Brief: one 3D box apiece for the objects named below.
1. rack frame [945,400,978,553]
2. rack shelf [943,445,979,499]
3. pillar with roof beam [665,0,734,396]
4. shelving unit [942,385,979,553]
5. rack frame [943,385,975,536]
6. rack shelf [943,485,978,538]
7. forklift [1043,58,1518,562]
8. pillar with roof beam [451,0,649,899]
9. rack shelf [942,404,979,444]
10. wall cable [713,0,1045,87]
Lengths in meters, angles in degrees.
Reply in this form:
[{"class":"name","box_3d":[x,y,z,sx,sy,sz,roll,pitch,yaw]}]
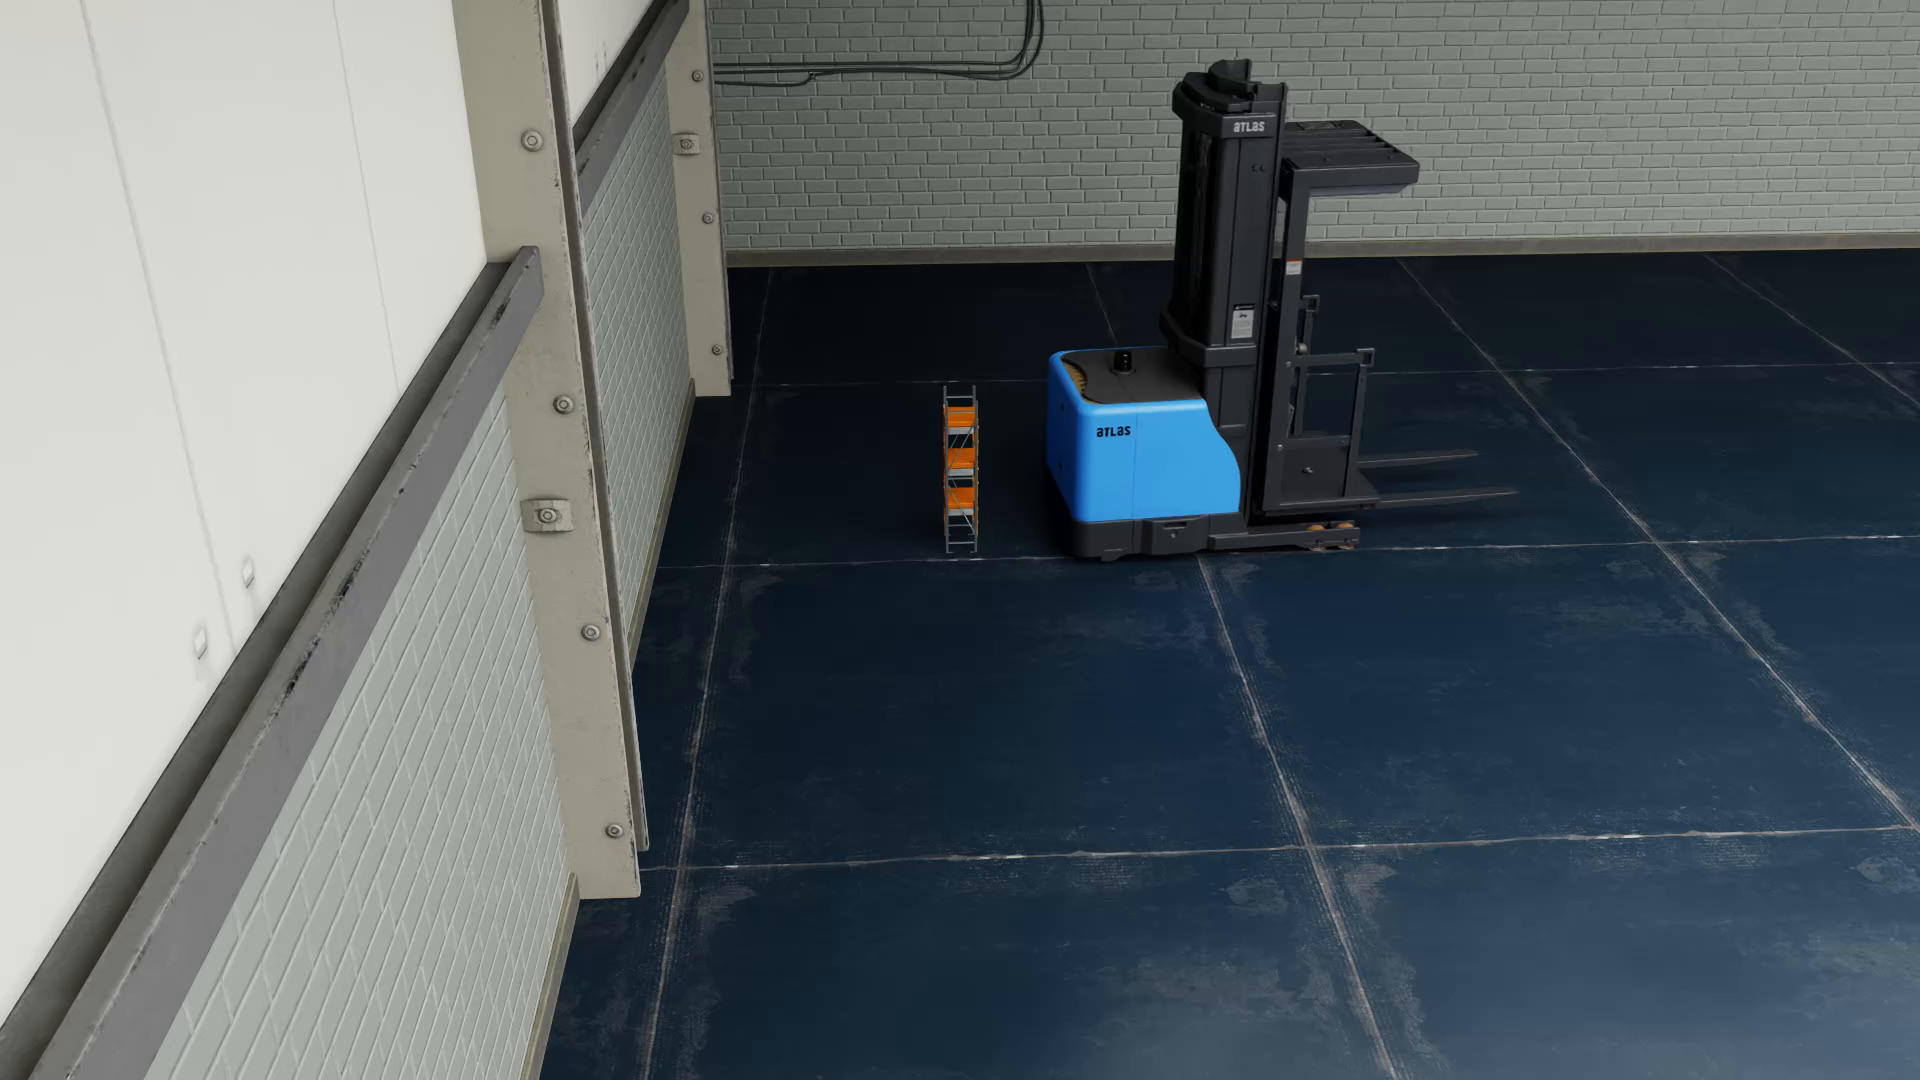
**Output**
[{"class":"rack frame","box_3d":[0.009,-0.384,10.414,0.200,1.050,0.008,-1,28,-3]},{"class":"rack shelf","box_3d":[0.003,-0.431,10.527,0.215,0.259,0.240,-1,28,-3]},{"class":"pillar with roof beam","box_3d":[2.345,-5.309,11.259,9.100,9.000,0.400,-1,28,-3]},{"class":"shelving unit","box_3d":[0.003,-0.441,10.522,0.215,1.050,0.252,-1,28,-3]},{"class":"rack frame","box_3d":[-0.004,-0.497,10.630,0.200,1.050,0.008,-1,28,-3]},{"class":"rack shelf","box_3d":[0.003,-0.185,10.655,0.215,0.259,0.240,-1,28,-3]},{"class":"forklift","box_3d":[2.126,-1.465,10.451,3.031,2.935,1.130,-4,28,-8]},{"class":"pillar with roof beam","box_3d":[2.658,-2.538,5.947,9.100,9.000,0.400,-1,28,-3]},{"class":"rack shelf","box_3d":[0.003,-0.683,10.396,0.215,0.259,0.240,-1,28,-3]},{"class":"wall cable","box_3d":[-0.787,-5.220,14.448,3.097,2.526,0.112,-1,28,-3]}]
